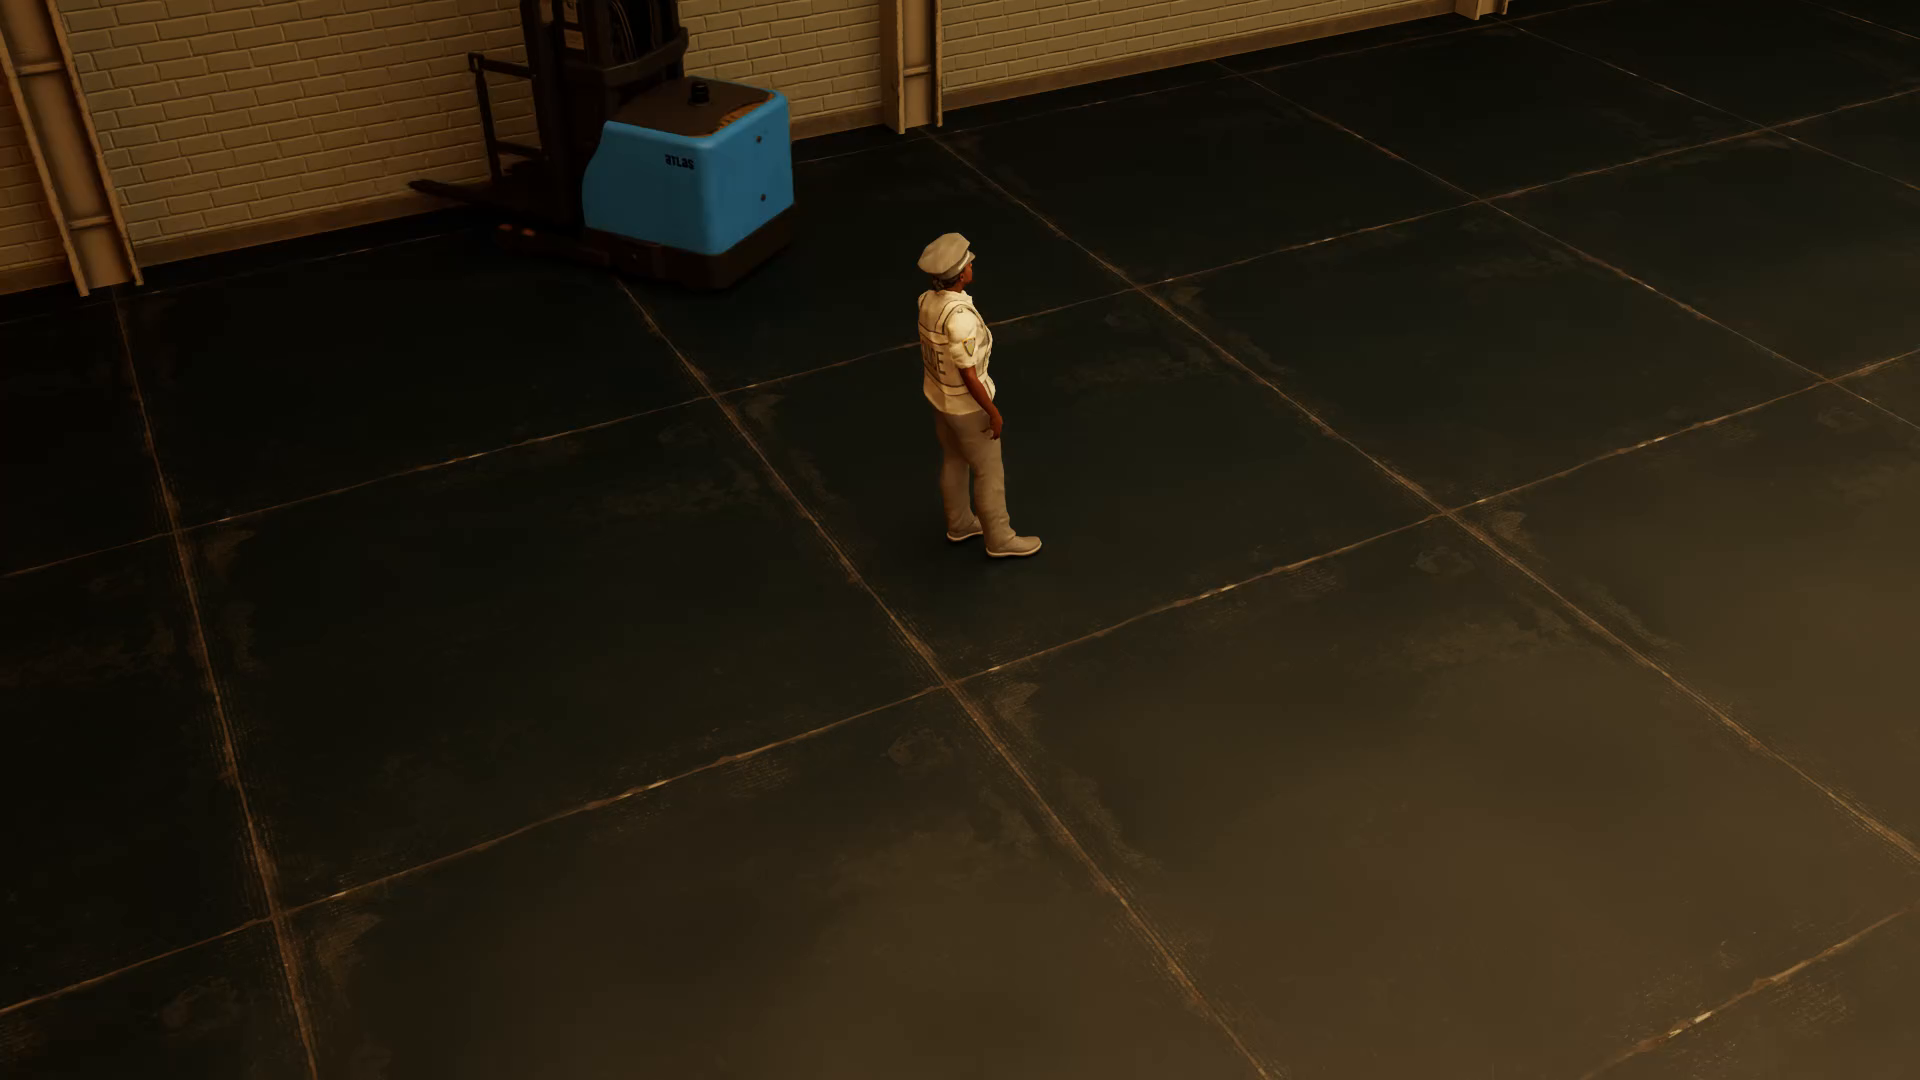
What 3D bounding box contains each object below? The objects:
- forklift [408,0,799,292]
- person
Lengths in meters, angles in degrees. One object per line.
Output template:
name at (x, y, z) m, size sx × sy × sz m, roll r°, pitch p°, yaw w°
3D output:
forklift at (-2.670, -3.416, 10.955) m, size 3.031 × 2.935 × 1.130 m, roll 16°, pitch 38°, yaw 22°
person at (0.075, -0.707, 8.184) m, size 0.530 × 1.692 × 0.569 m, roll -17°, pitch 39°, yaw -23°
